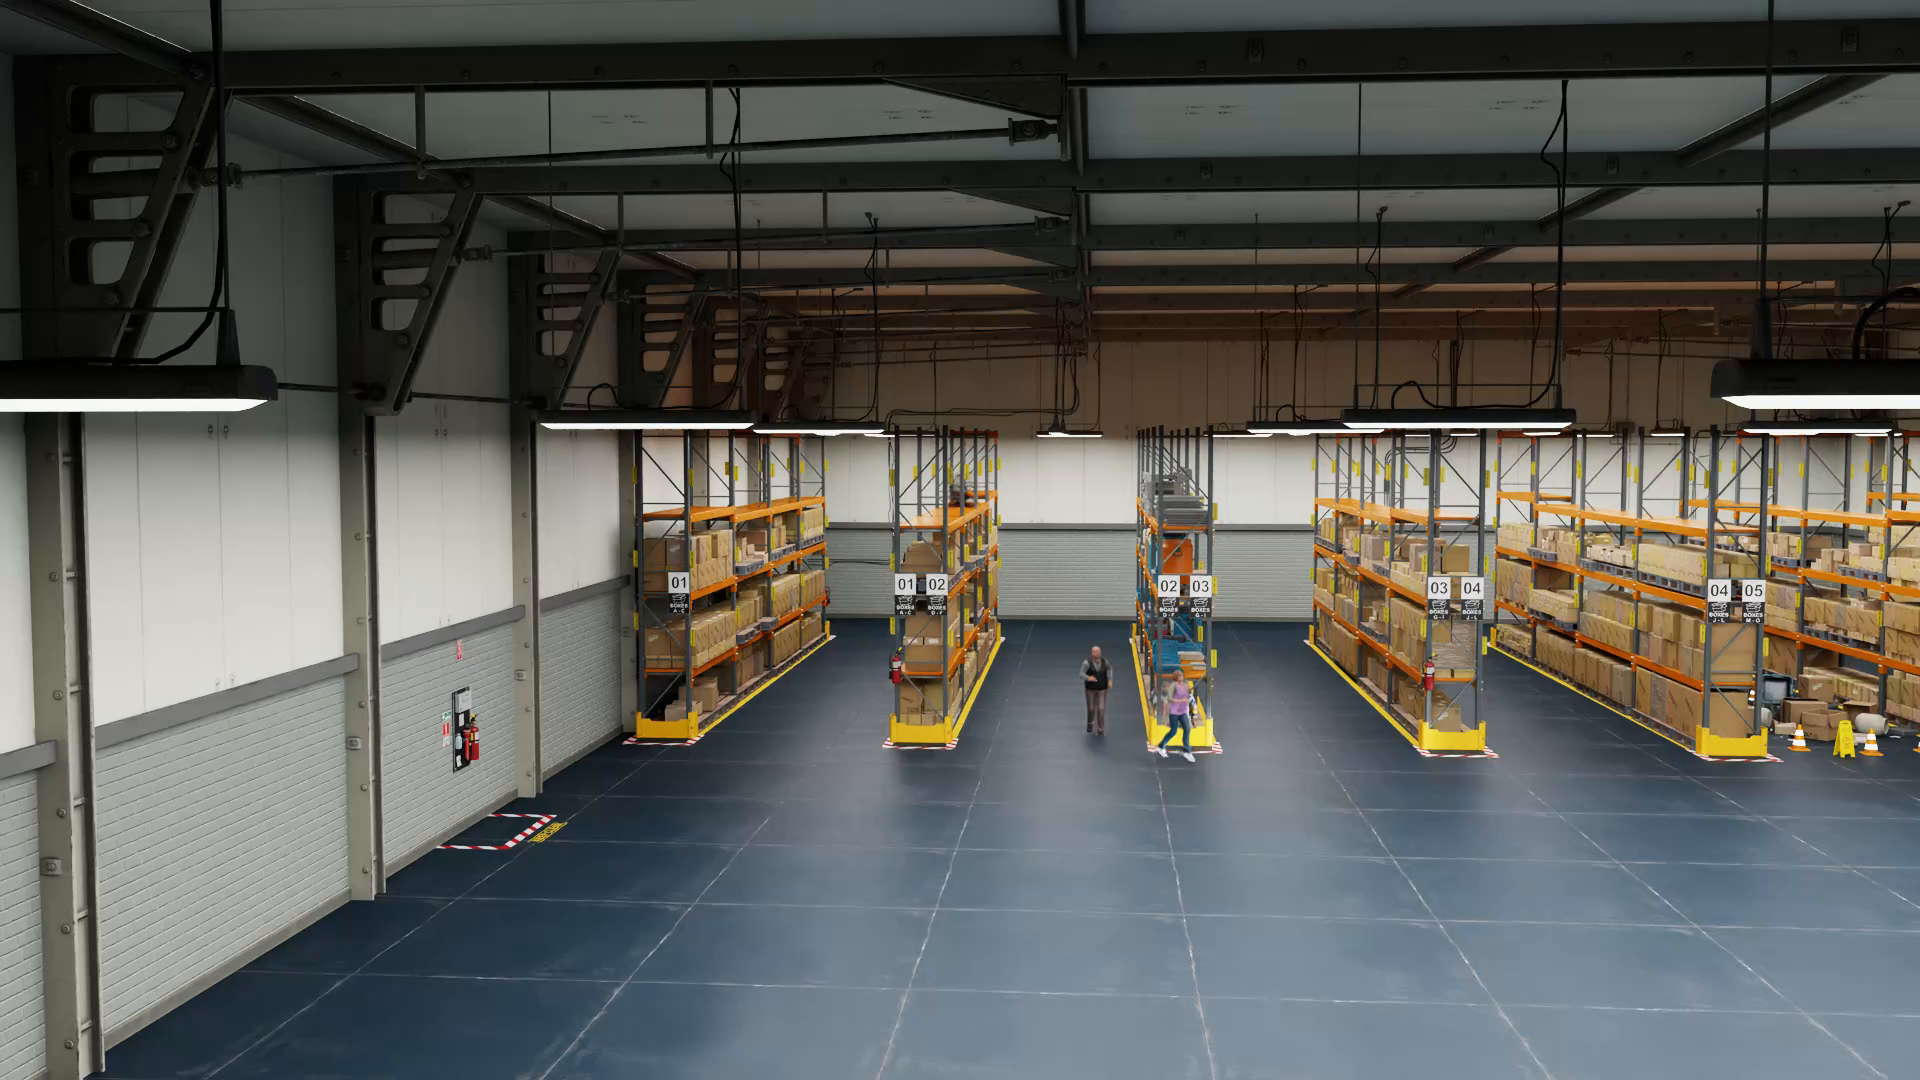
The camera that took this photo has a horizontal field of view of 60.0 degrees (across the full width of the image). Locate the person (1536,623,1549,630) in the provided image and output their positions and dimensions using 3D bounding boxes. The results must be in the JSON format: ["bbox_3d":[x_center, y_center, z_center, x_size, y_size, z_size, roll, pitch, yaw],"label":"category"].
[{"bbox_3d":[16.641,2.024,47.900,0.886,1.655,0.592,-1,4,-16],"label":"person"}]

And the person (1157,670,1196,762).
[{"bbox_3d":[3.875,3.124,29.688,0.545,1.626,0.748,-3,5,-45],"label":"person"}]

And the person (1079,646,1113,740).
[{"bbox_3d":[2.629,2.932,32.140,0.671,1.776,0.817,0,3,-2],"label":"person"}]
